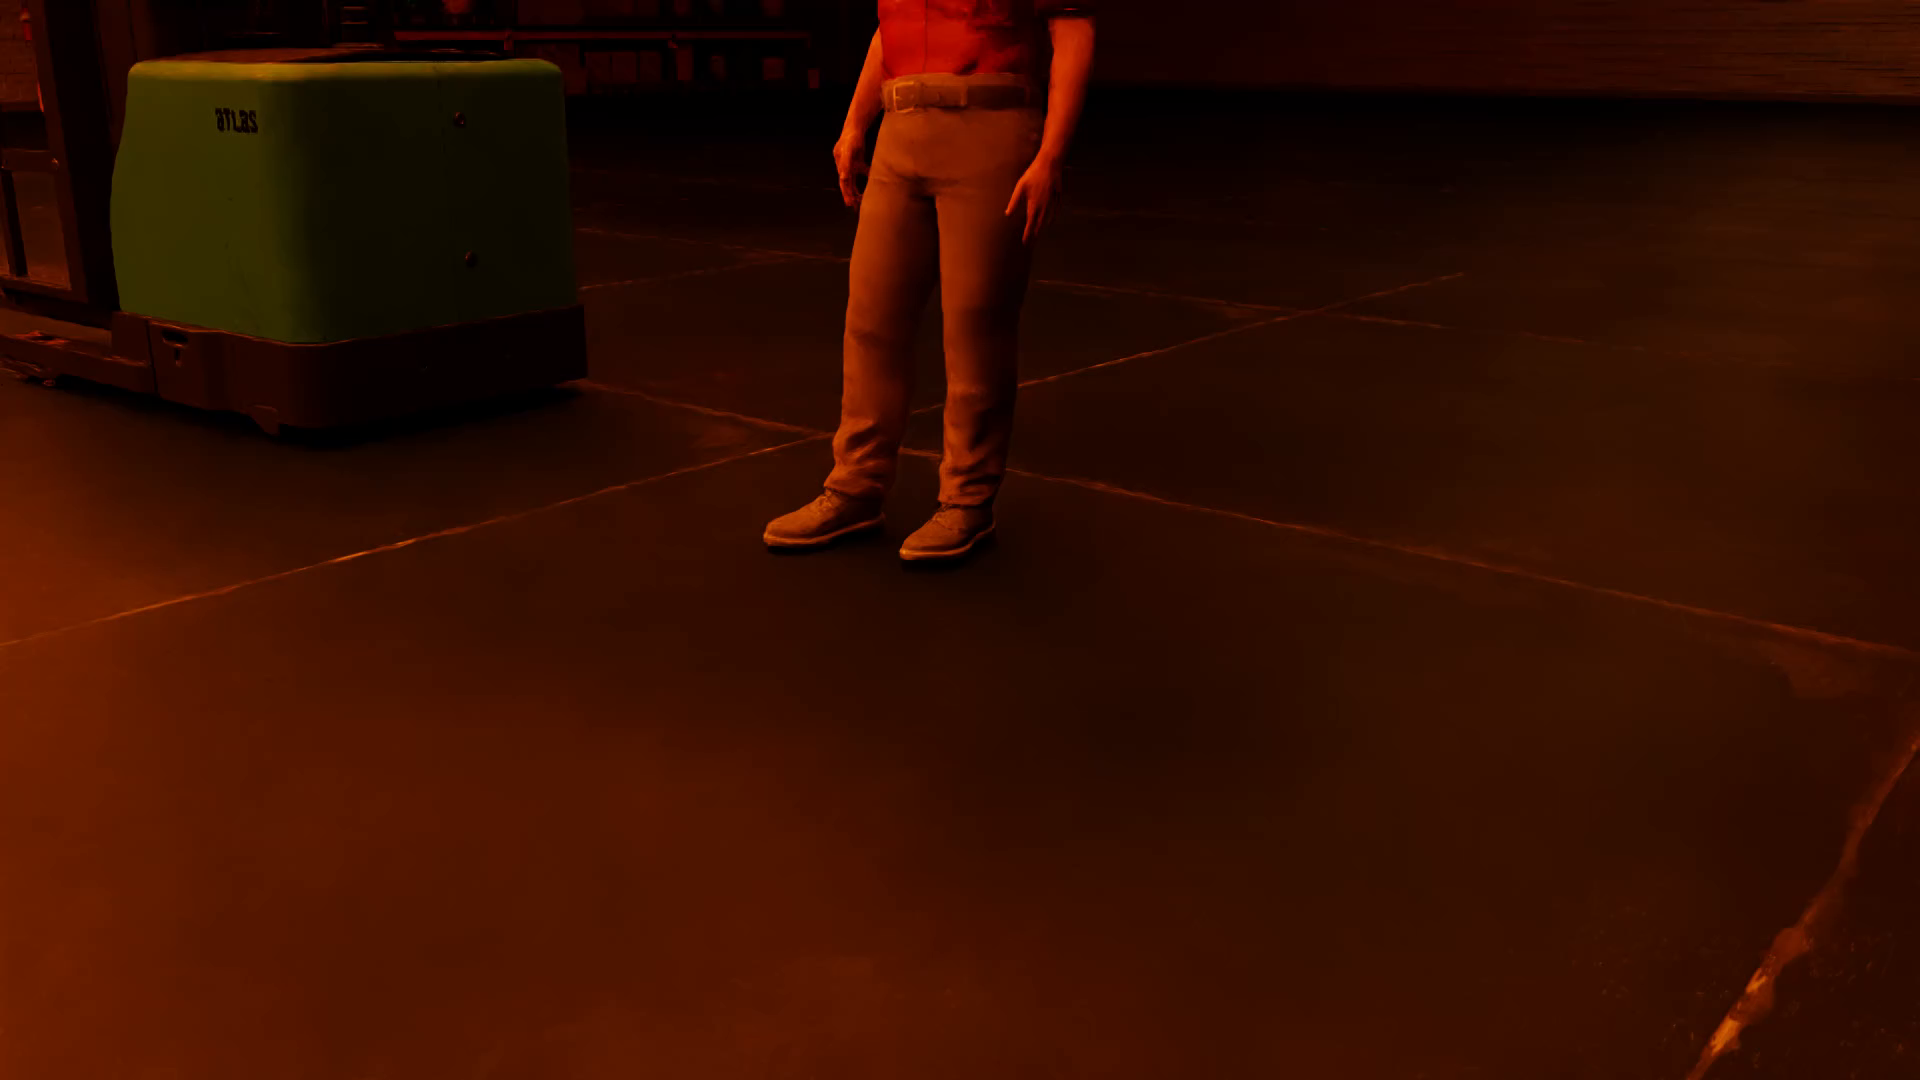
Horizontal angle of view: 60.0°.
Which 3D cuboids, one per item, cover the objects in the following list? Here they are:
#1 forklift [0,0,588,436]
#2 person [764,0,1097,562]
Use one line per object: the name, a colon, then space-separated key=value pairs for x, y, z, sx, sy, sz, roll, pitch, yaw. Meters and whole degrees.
forklift: x=-2.704 y=-2.030 z=5.583 sx=3.031 sy=2.935 sz=1.130 roll=13 pitch=21 yaw=36
person: x=-0.066 y=-0.816 z=3.630 sx=0.640 sy=1.727 sz=0.550 roll=13 pitch=21 yaw=37
